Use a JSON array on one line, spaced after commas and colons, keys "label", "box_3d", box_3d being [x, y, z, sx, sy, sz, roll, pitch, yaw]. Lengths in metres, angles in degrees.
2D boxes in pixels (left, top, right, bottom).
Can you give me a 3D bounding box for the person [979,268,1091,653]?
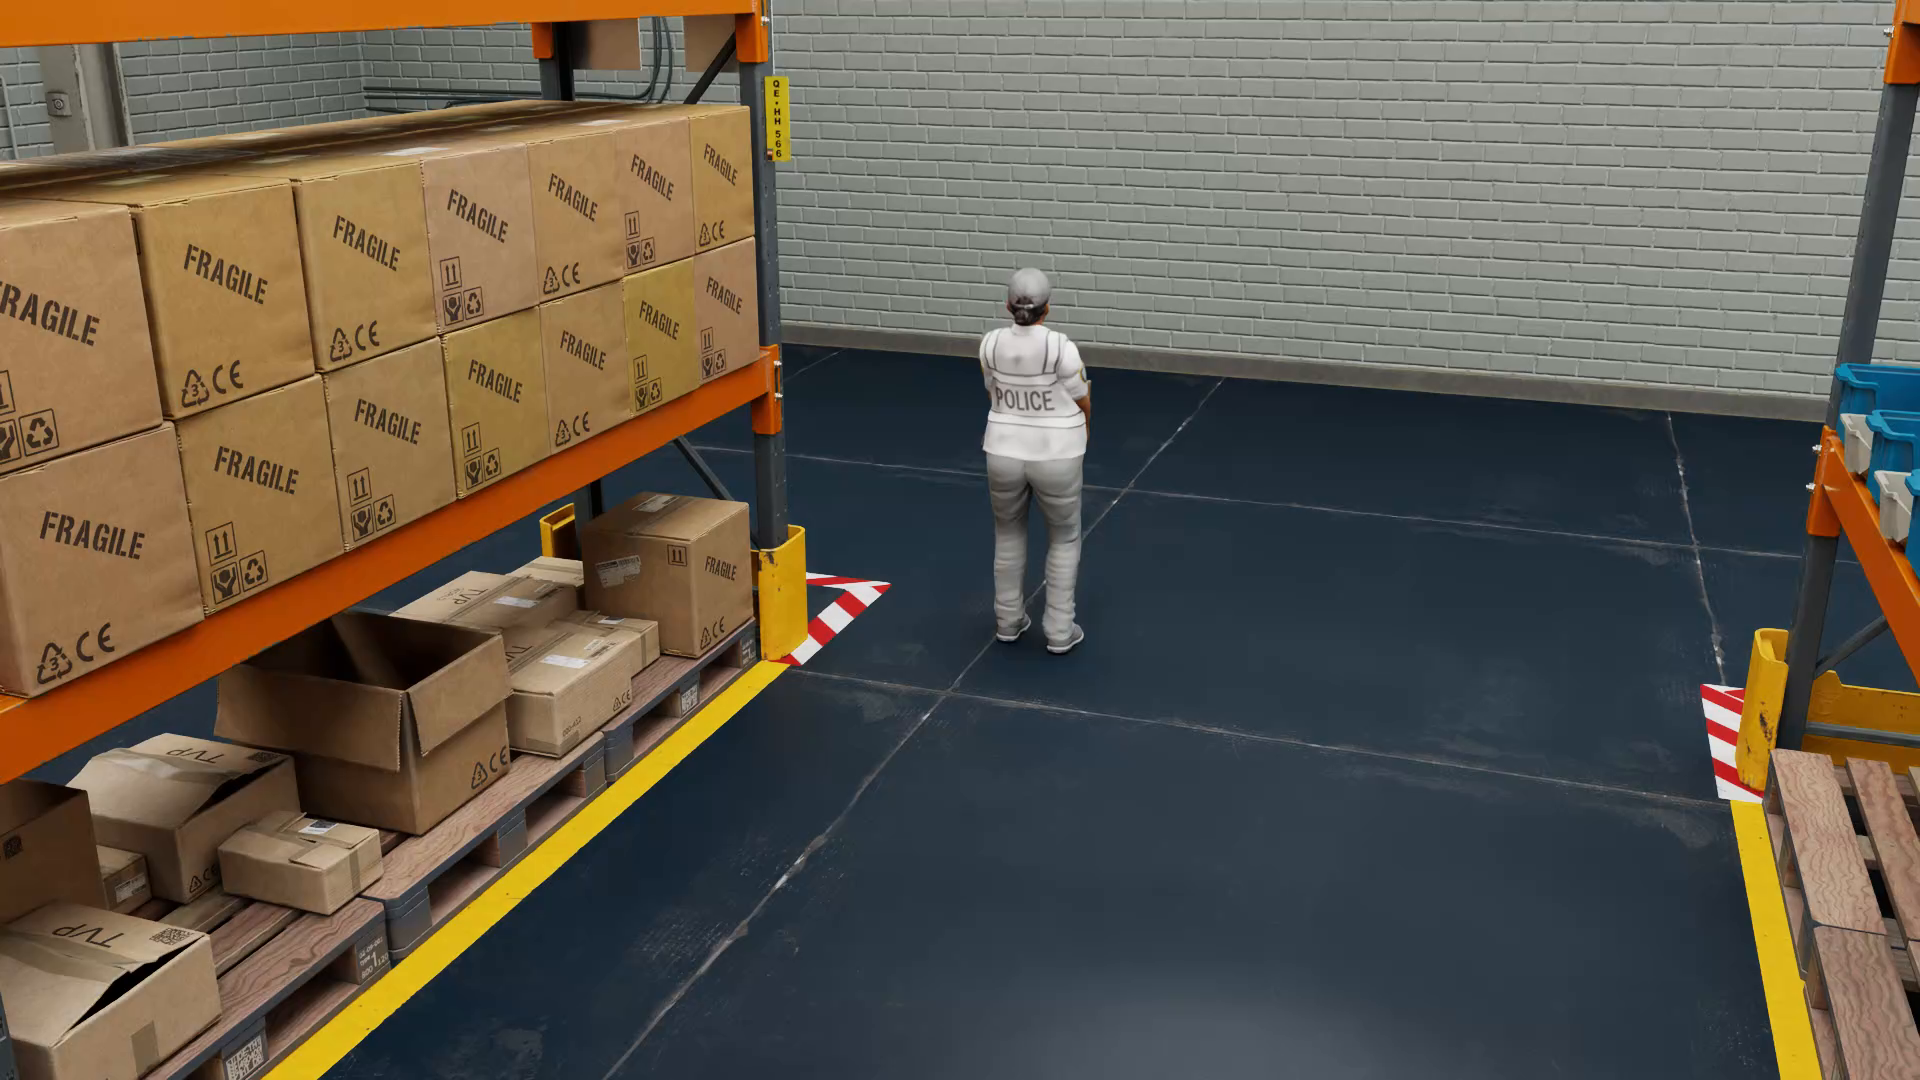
[{"label": "person", "box_3d": [0.337, -0.353, 7.114, 0.454, 1.655, 0.535, 7, 20, 19]}]
